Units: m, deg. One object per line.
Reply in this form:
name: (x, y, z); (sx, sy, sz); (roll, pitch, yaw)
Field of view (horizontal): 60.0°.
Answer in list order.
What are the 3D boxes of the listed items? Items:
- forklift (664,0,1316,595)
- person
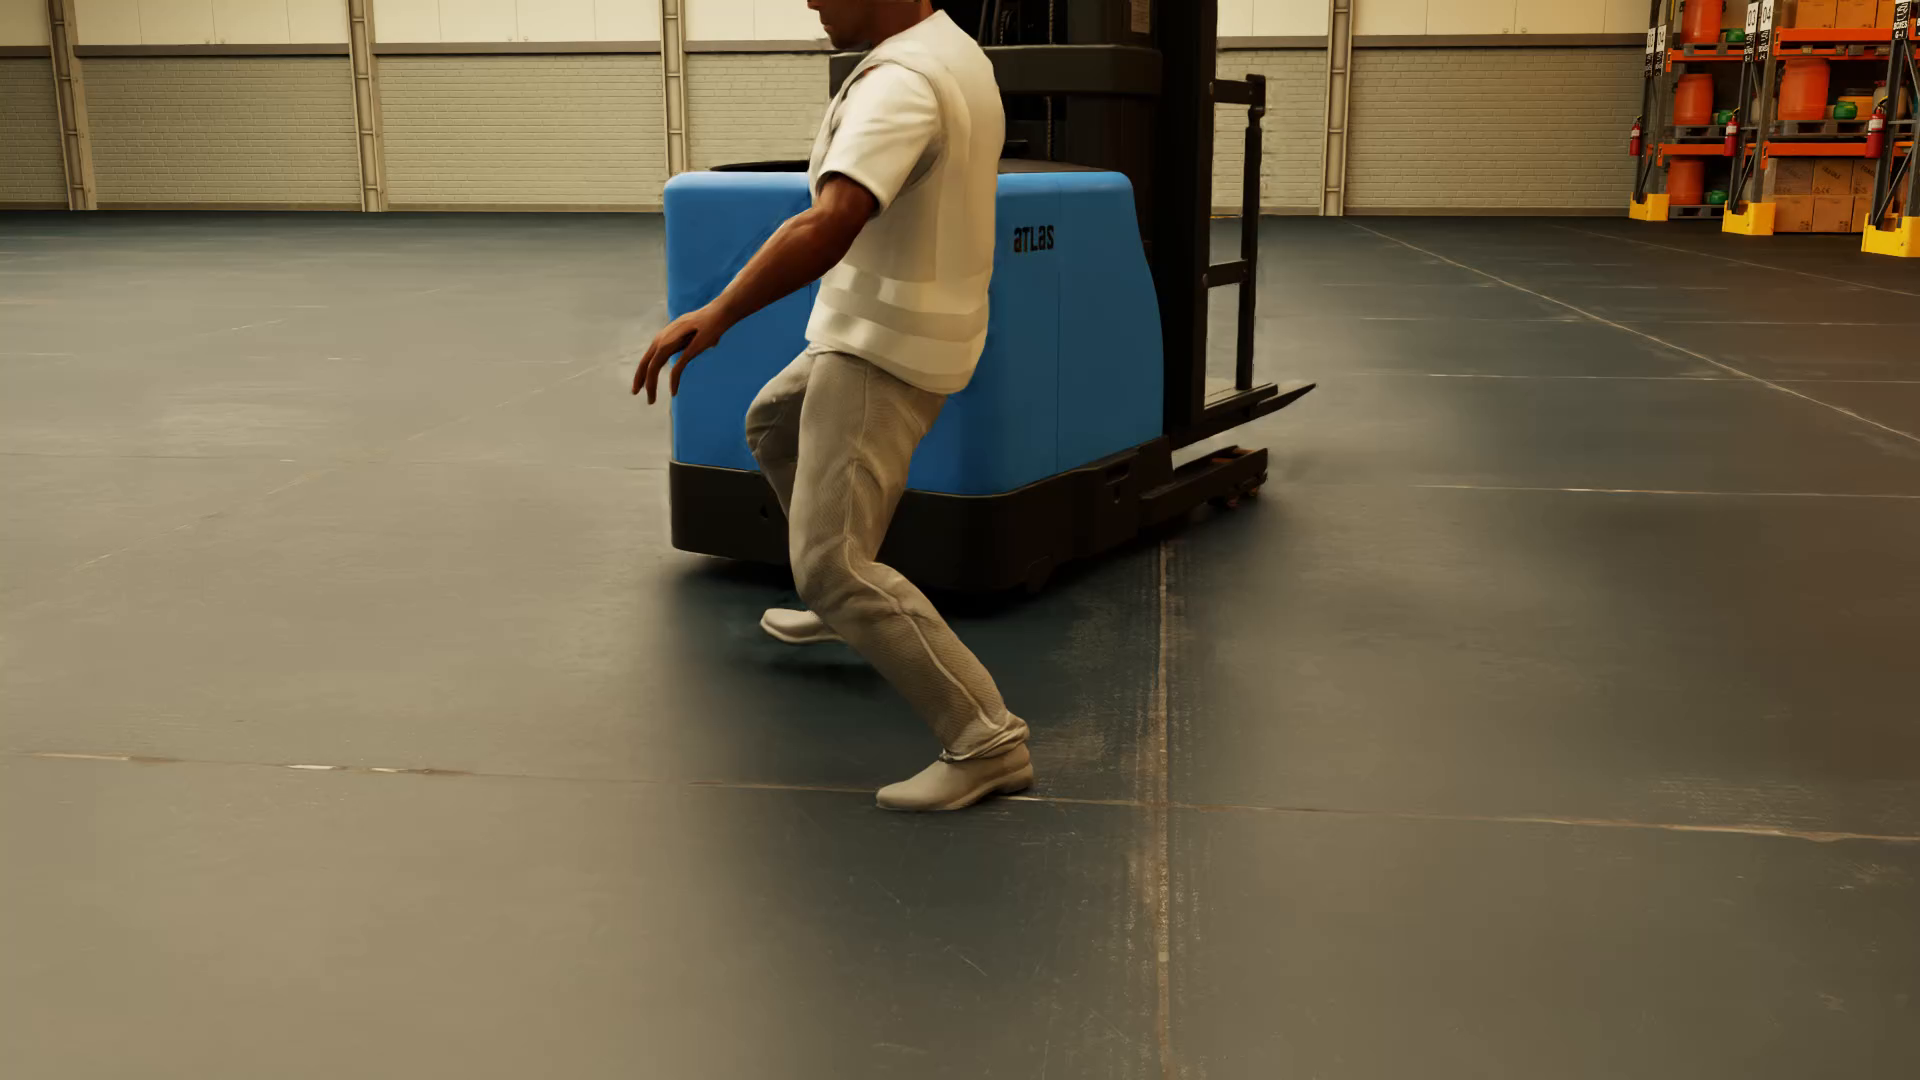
forklift: (0.377, -1.578, 5.255); (1.130, 2.935, 3.031); (7, 15, 29)
person: (-0.177, -0.387, 3.117); (0.720, 1.628, 1.020); (3, 13, 11)
